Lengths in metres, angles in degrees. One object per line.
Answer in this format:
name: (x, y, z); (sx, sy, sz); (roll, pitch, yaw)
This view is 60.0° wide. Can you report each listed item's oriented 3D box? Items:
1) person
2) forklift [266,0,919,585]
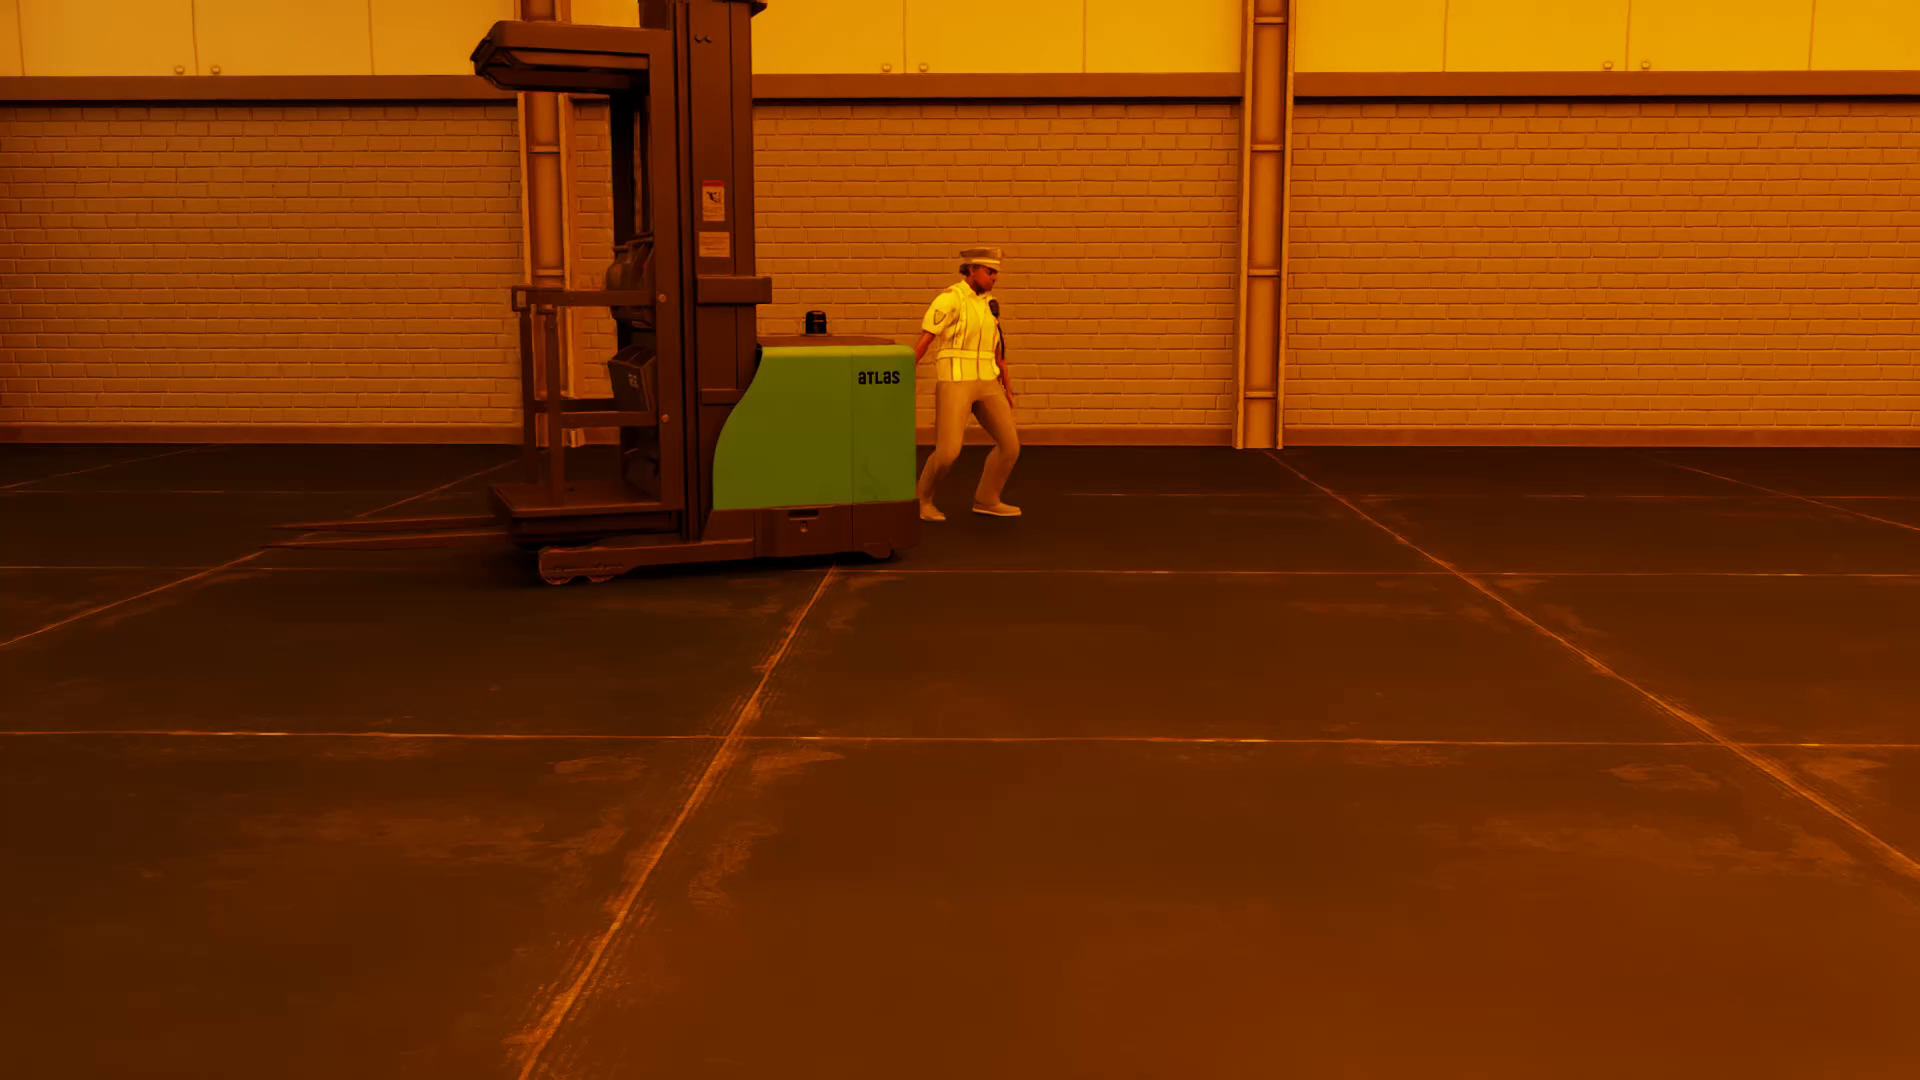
person: (-0.018, -0.905, 9.724); (0.812, 1.592, 0.466); (-5, 10, -32)
forklift: (-1.774, -1.331, 8.008); (3.031, 2.935, 1.130); (-3, 9, -21)
